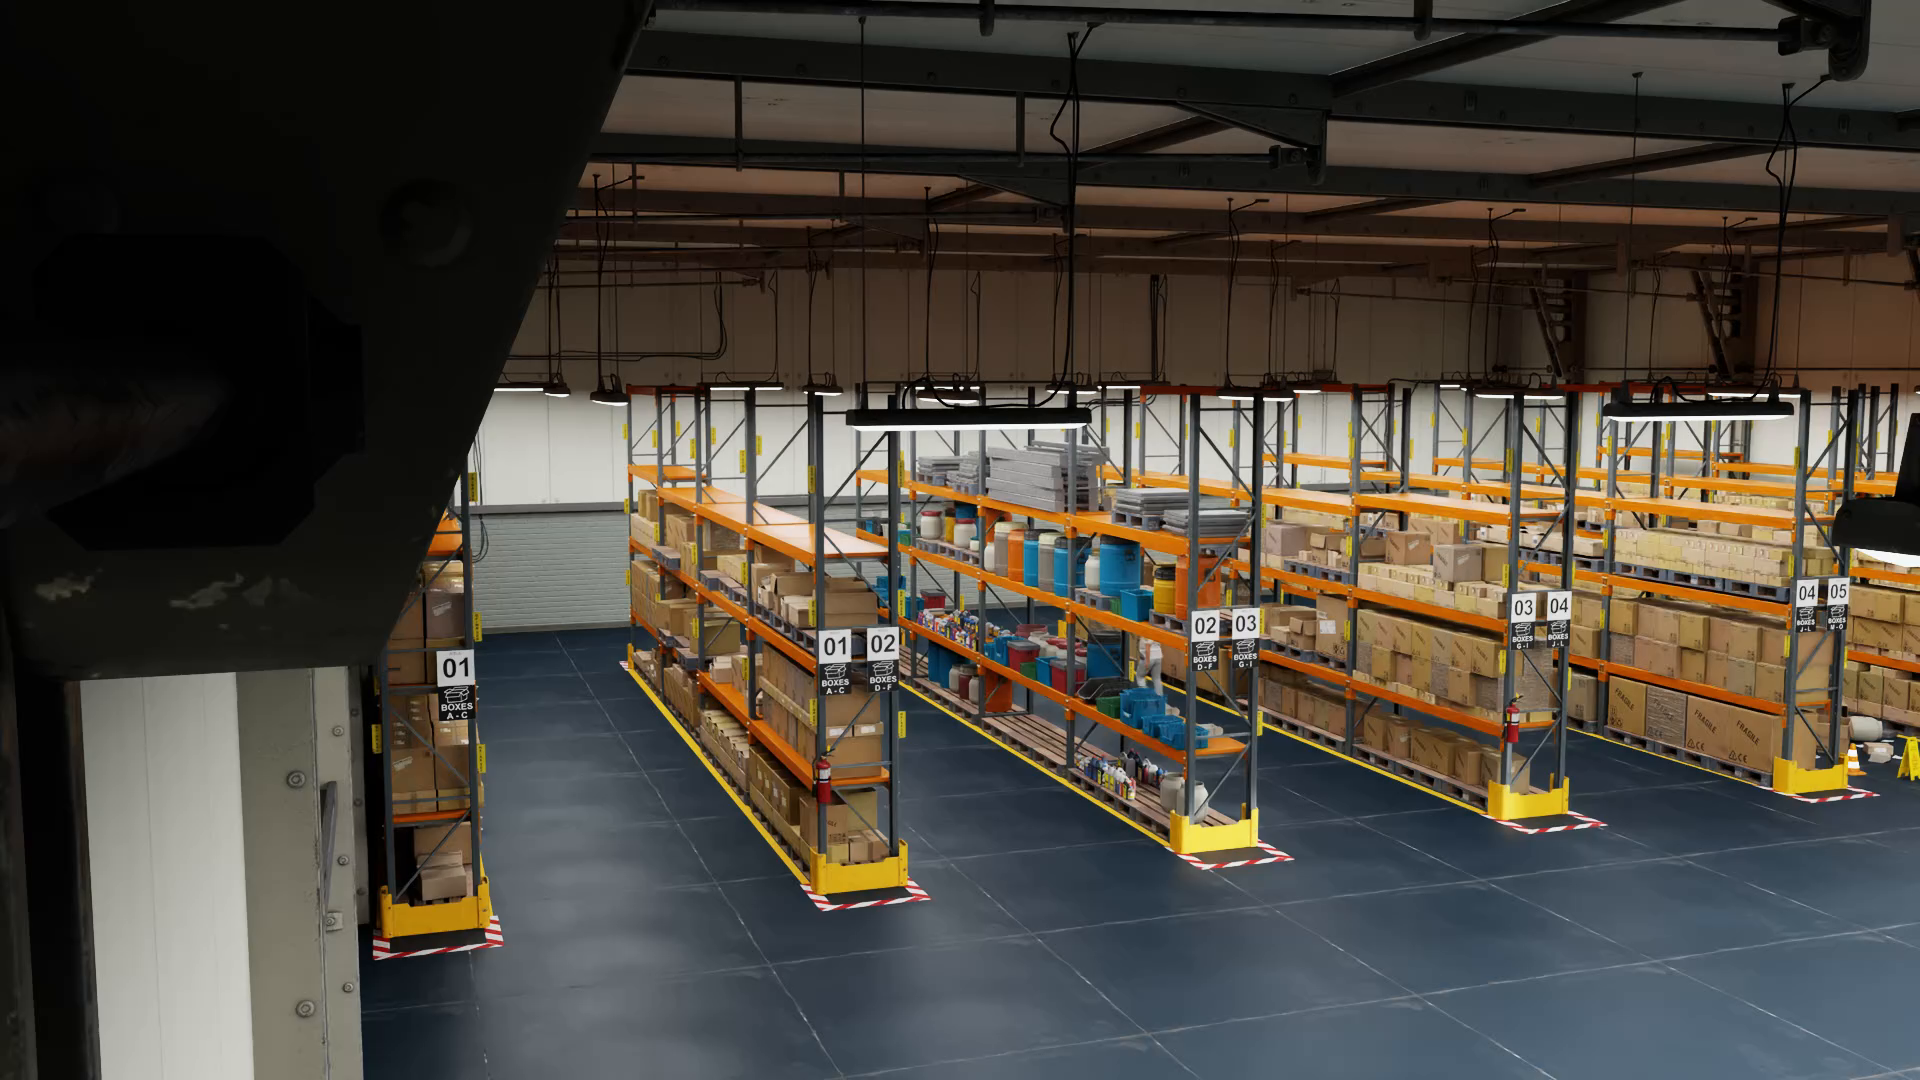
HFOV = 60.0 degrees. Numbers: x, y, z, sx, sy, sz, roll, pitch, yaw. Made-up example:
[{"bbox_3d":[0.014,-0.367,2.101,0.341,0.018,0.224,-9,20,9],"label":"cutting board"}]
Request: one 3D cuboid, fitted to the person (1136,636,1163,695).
[{"bbox_3d":[3.612,2.263,31.142,0.553,1.822,0.543,-4,7,-37],"label":"person"}]
